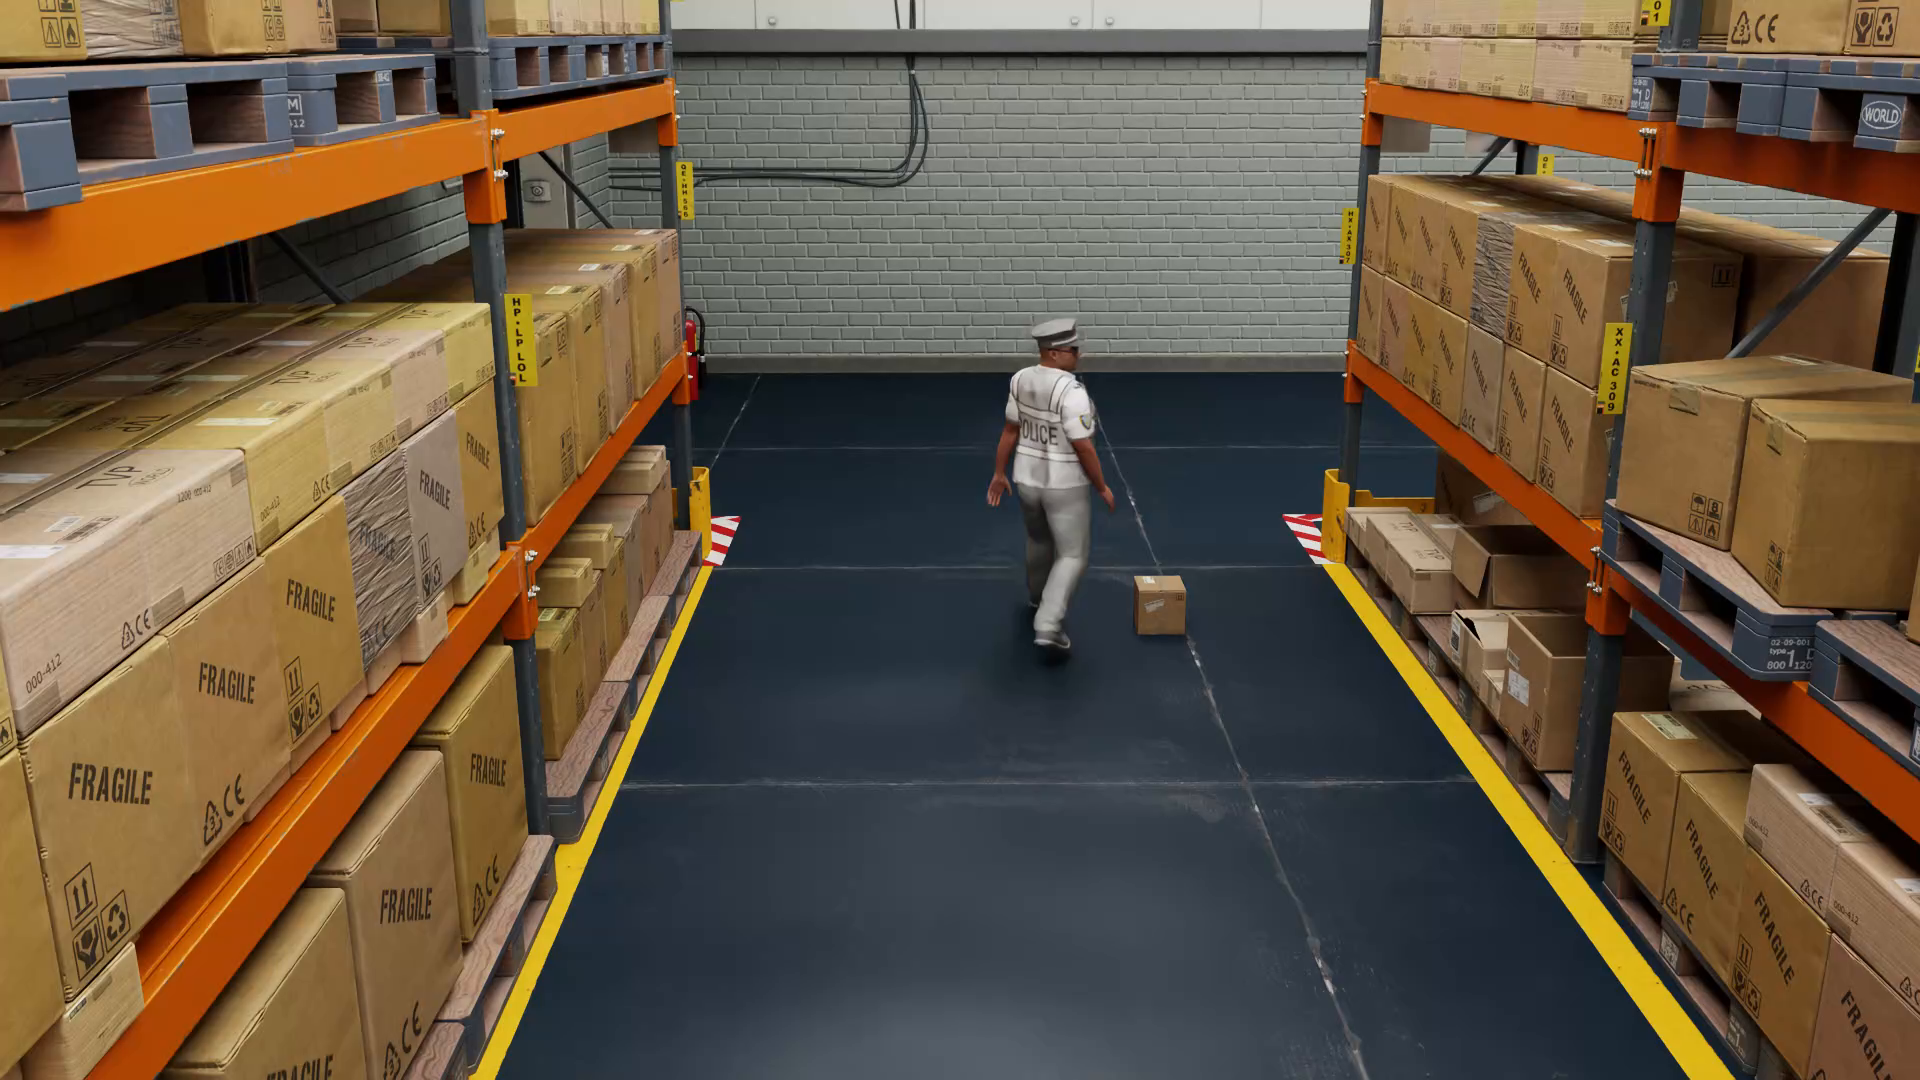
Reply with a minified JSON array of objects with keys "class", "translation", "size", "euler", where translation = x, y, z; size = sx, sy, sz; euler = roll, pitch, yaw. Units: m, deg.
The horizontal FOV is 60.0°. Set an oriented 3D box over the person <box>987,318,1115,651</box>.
[{"class":"person","translation":[0.483,-0.327,8.678],"size":[0.814,1.695,1.000],"euler":[16,23,42]}]
